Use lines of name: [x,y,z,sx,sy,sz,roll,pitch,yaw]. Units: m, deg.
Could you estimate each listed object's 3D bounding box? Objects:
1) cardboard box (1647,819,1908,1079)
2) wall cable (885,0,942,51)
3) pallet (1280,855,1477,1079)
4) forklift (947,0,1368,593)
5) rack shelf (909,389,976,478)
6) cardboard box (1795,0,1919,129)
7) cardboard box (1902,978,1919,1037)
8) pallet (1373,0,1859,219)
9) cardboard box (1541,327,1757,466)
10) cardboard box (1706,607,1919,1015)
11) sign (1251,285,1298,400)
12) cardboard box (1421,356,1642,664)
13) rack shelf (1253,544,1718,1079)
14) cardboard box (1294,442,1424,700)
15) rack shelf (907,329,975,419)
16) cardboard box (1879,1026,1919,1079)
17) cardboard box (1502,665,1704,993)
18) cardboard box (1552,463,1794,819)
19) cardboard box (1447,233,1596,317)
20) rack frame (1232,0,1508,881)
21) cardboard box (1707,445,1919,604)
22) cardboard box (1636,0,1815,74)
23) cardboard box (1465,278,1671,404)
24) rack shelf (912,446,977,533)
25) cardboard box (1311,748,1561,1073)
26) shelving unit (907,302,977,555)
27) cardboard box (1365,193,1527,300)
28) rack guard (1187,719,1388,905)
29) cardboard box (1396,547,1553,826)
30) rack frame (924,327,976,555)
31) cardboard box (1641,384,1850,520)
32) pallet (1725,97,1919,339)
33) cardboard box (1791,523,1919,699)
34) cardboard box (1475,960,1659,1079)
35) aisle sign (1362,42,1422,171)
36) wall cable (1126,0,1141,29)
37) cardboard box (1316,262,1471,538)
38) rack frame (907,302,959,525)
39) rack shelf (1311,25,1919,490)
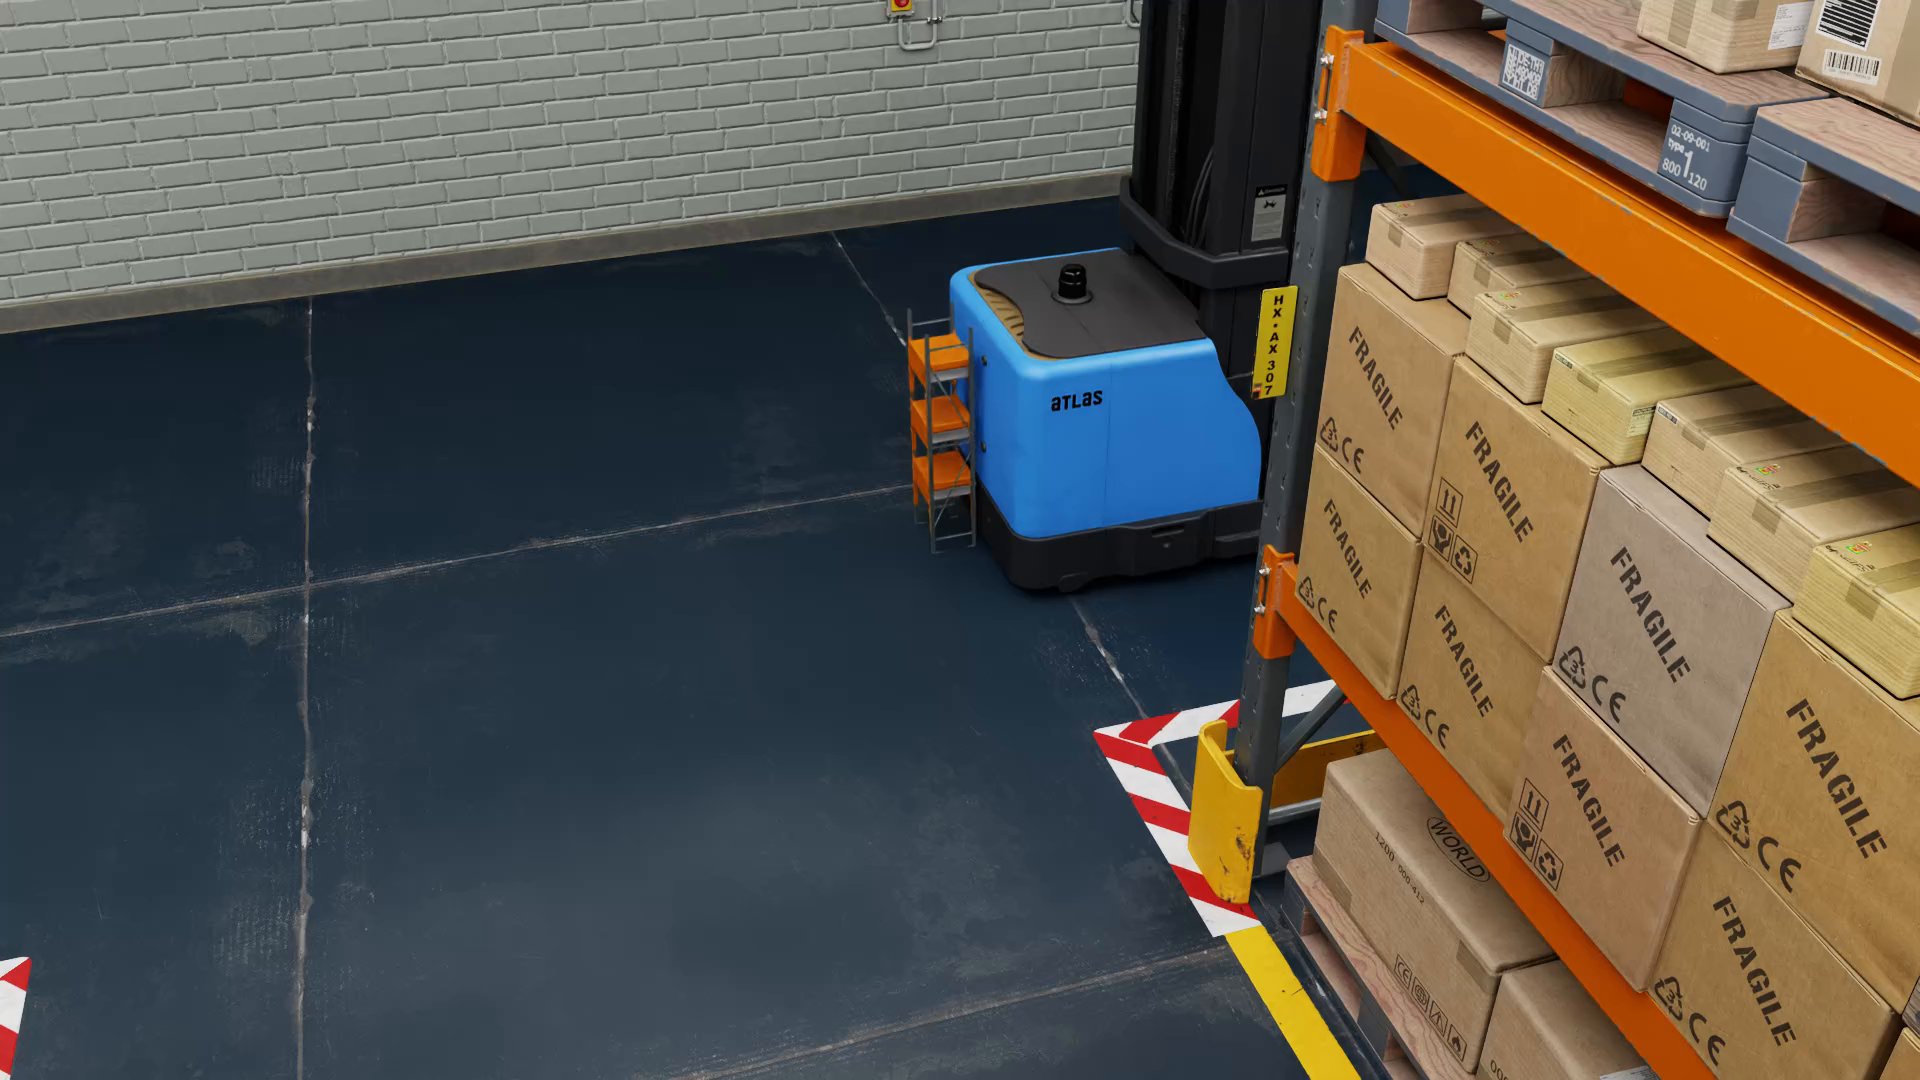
cardboard box: [1.735,0.826,3.189,0.500,0.500,0.500,-9,34,-13]
wall cable: [-0.367,-3.618,9.054,0.585,1.953,0.123,-10,35,-15]
pallet: [1.693,1.346,5.022,1.003,0.211,1.213,-10,35,-15]
forklift: [1.517,-1.475,6.824,3.031,2.935,1.130,-10,35,-15]
rack shelf: [-0.073,-0.448,6.992,0.215,0.259,0.240,-11,35,-14]
cardboard box: [1.784,-0.861,2.721,0.500,0.311,0.500,-9,35,-14]
cardboard box: [1.877,0.682,2.499,0.500,0.500,0.500,-10,35,-14]
pallet: [1.611,-1.051,3.479,1.003,0.211,1.213,-10,35,-15]
cardboard box: [1.435,-0.304,3.403,0.380,0.149,0.250,-11,35,-16]
cardboard box: [1.732,0.418,2.899,0.500,0.500,0.500,-10,35,-15]
sign: [0.844,-0.528,4.471,0.100,0.325,0.005,-10,35,-15]
cardboard box: [1.414,-0.113,3.703,0.500,0.500,0.500,-11,35,-16]
rack shelf: [1.985,1.126,3.478,1.077,0.370,4.000,-10,35,-15]
cardboard box: [1.248,0.034,4.386,0.500,0.500,0.500,-10,35,-15]
rack shelf: [-0.078,-0.684,6.834,0.215,0.259,0.240,-11,35,-14]
cardboard box: [1.881,1.103,2.769,0.500,0.500,0.500,-11,35,-15]
cardboard box: [1.567,0.565,3.583,0.500,0.500,0.500,-10,35,-15]
cardboard box: [1.579,0.156,3.296,0.500,0.500,0.500,-10,35,-15]
cardboard box: [1.367,-0.595,3.844,0.380,0.149,0.250,-9,35,-14]
rack frame: [1.375,-0.224,4.868,1.000,3.000,0.127,-10,35,-15]
cardboard box: [1.601,-0.037,2.999,0.380,0.149,0.250,-10,35,-14]
cardboard box: [1.488,-0.978,3.044,0.380,0.149,0.250,-9,34,-13]
cardboard box: [1.337,-0.439,3.608,0.380,0.149,0.250,-9,34,-13]
rack shelf: [-0.068,-0.217,7.146,0.215,0.259,0.240,-11,35,-14]
cardboard box: [1.671,0.999,4.960,0.875,0.438,0.875,-11,35,-16]
shelving unit: [-0.073,-0.457,6.986,0.215,1.050,0.252,-11,35,-14]
cardboard box: [1.219,-0.721,4.034,0.380,0.149,0.250,-9,35,-14]
rack guard: [1.367,0.806,5.577,1.175,0.500,0.348,-10,35,-15]
cardboard box: [1.429,0.295,3.992,0.500,0.500,0.500,-10,35,-15]
rack frame: [-0.036,-0.393,6.889,0.200,1.050,0.008,-11,35,-14]
cardboard box: [1.565,-0.175,3.208,0.380,0.149,0.250,-10,35,-14]
pallet: [1.987,-0.409,2.508,1.003,0.211,1.213,-10,35,-15]
cardboard box: [1.652,0.101,2.791,0.380,0.149,0.250,-11,35,-16]
cardboard box: [1.959,1.478,4.235,0.875,0.438,0.875,-9,35,-13]
aisle sign: [1.077,-1.298,4.135,0.394,0.787,0.004,-10,35,-15]
wall cable: [0.980,-3.849,9.433,0.588,1.984,0.122,-10,35,-15]
cardboard box: [1.250,-0.383,4.111,0.500,0.500,0.500,-11,35,-16]
rack frame: [-0.111,-0.521,7.083,0.200,1.050,0.008,-11,35,-14]
rack shelf: [1.985,-0.125,2.651,1.077,0.370,4.000,-10,35,-15]
